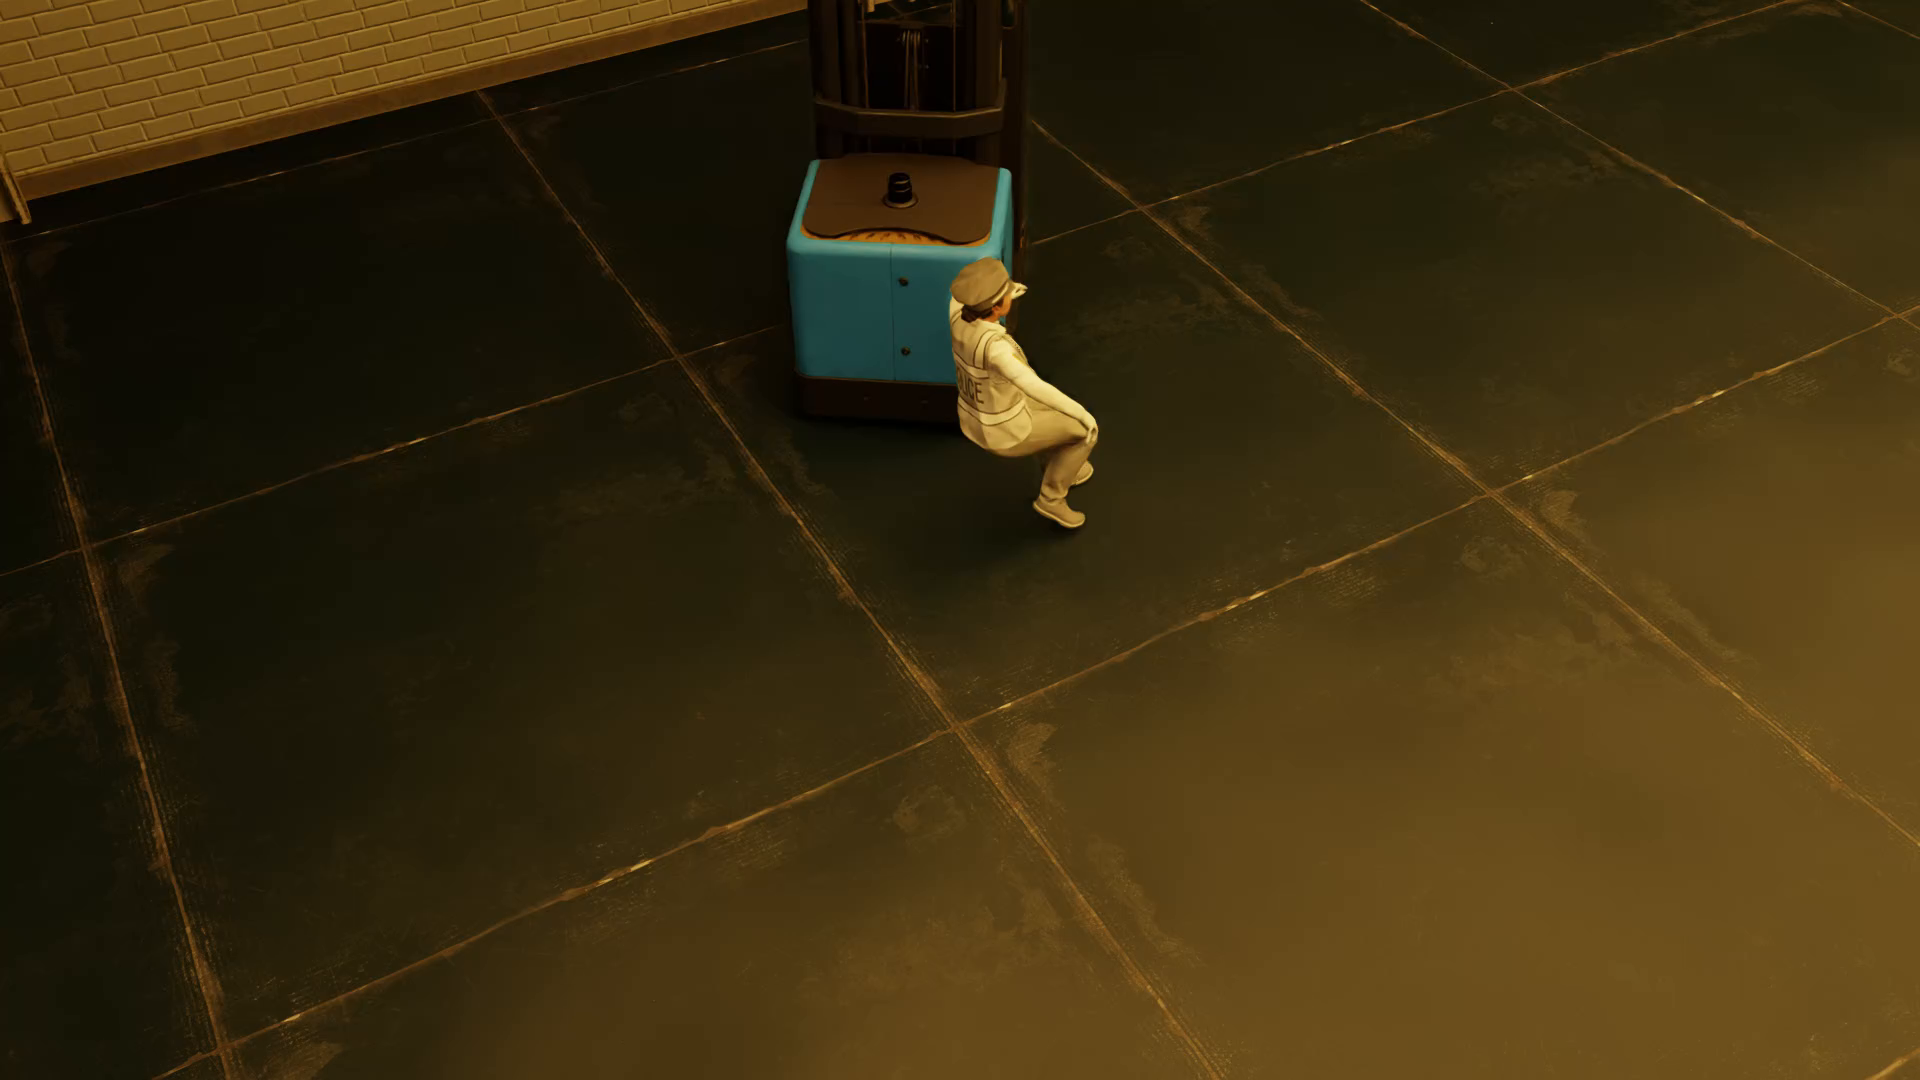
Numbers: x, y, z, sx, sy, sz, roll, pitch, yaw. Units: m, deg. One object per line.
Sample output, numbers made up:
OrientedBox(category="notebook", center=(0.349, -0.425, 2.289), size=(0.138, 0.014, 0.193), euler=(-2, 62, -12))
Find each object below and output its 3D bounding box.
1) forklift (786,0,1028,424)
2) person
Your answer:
OrientedBox(category="forklift", center=(-0.189, -2.653, 8.558), size=(1.130, 2.935, 3.031), euler=(3, 43, 4))
OrientedBox(category="person", center=(0.369, -0.662, 7.487), size=(0.808, 1.458, 1.013), euler=(-26, 49, -25))
